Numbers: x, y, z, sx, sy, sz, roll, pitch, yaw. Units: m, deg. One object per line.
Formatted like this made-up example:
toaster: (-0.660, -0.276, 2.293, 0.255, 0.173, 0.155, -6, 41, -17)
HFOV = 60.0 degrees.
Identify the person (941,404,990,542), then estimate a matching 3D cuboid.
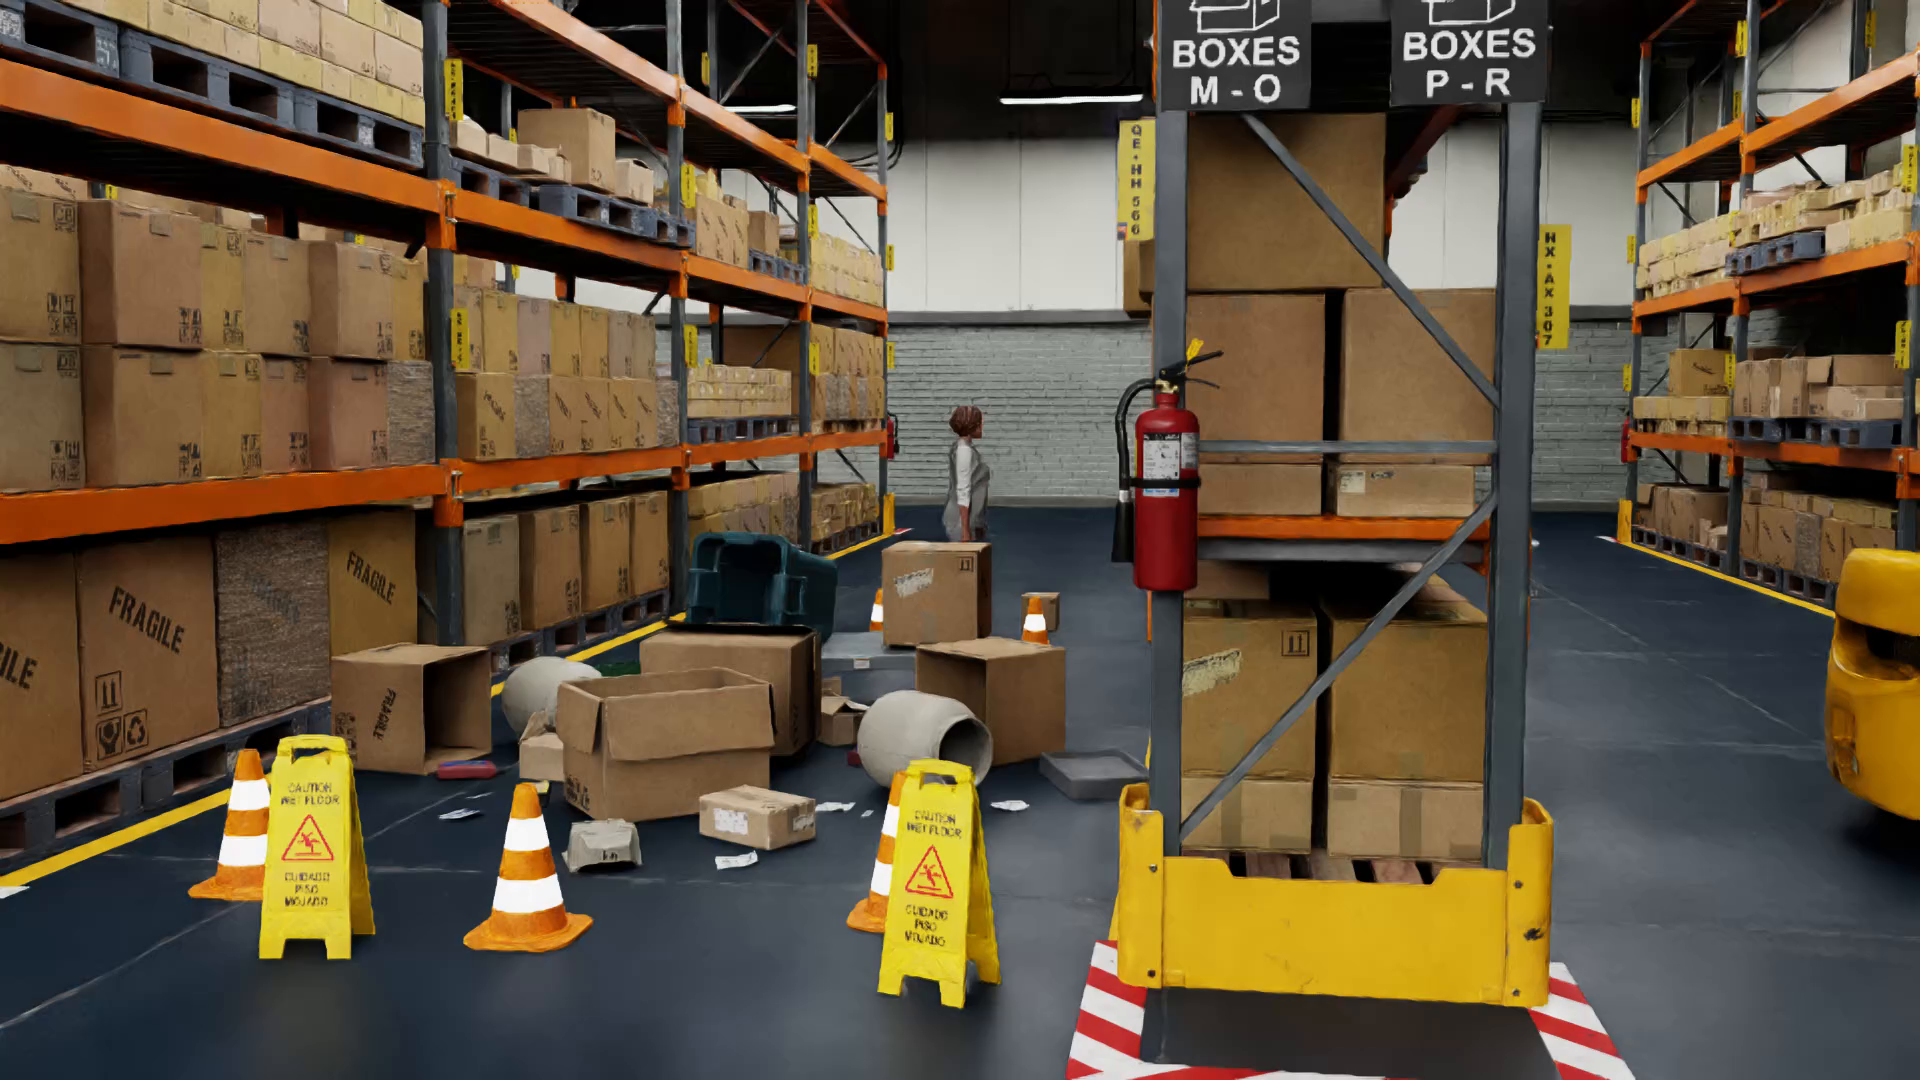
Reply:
person: (0.043, -0.084, 10.849, 0.337, 1.605, 0.467, 0, 5, 1)
